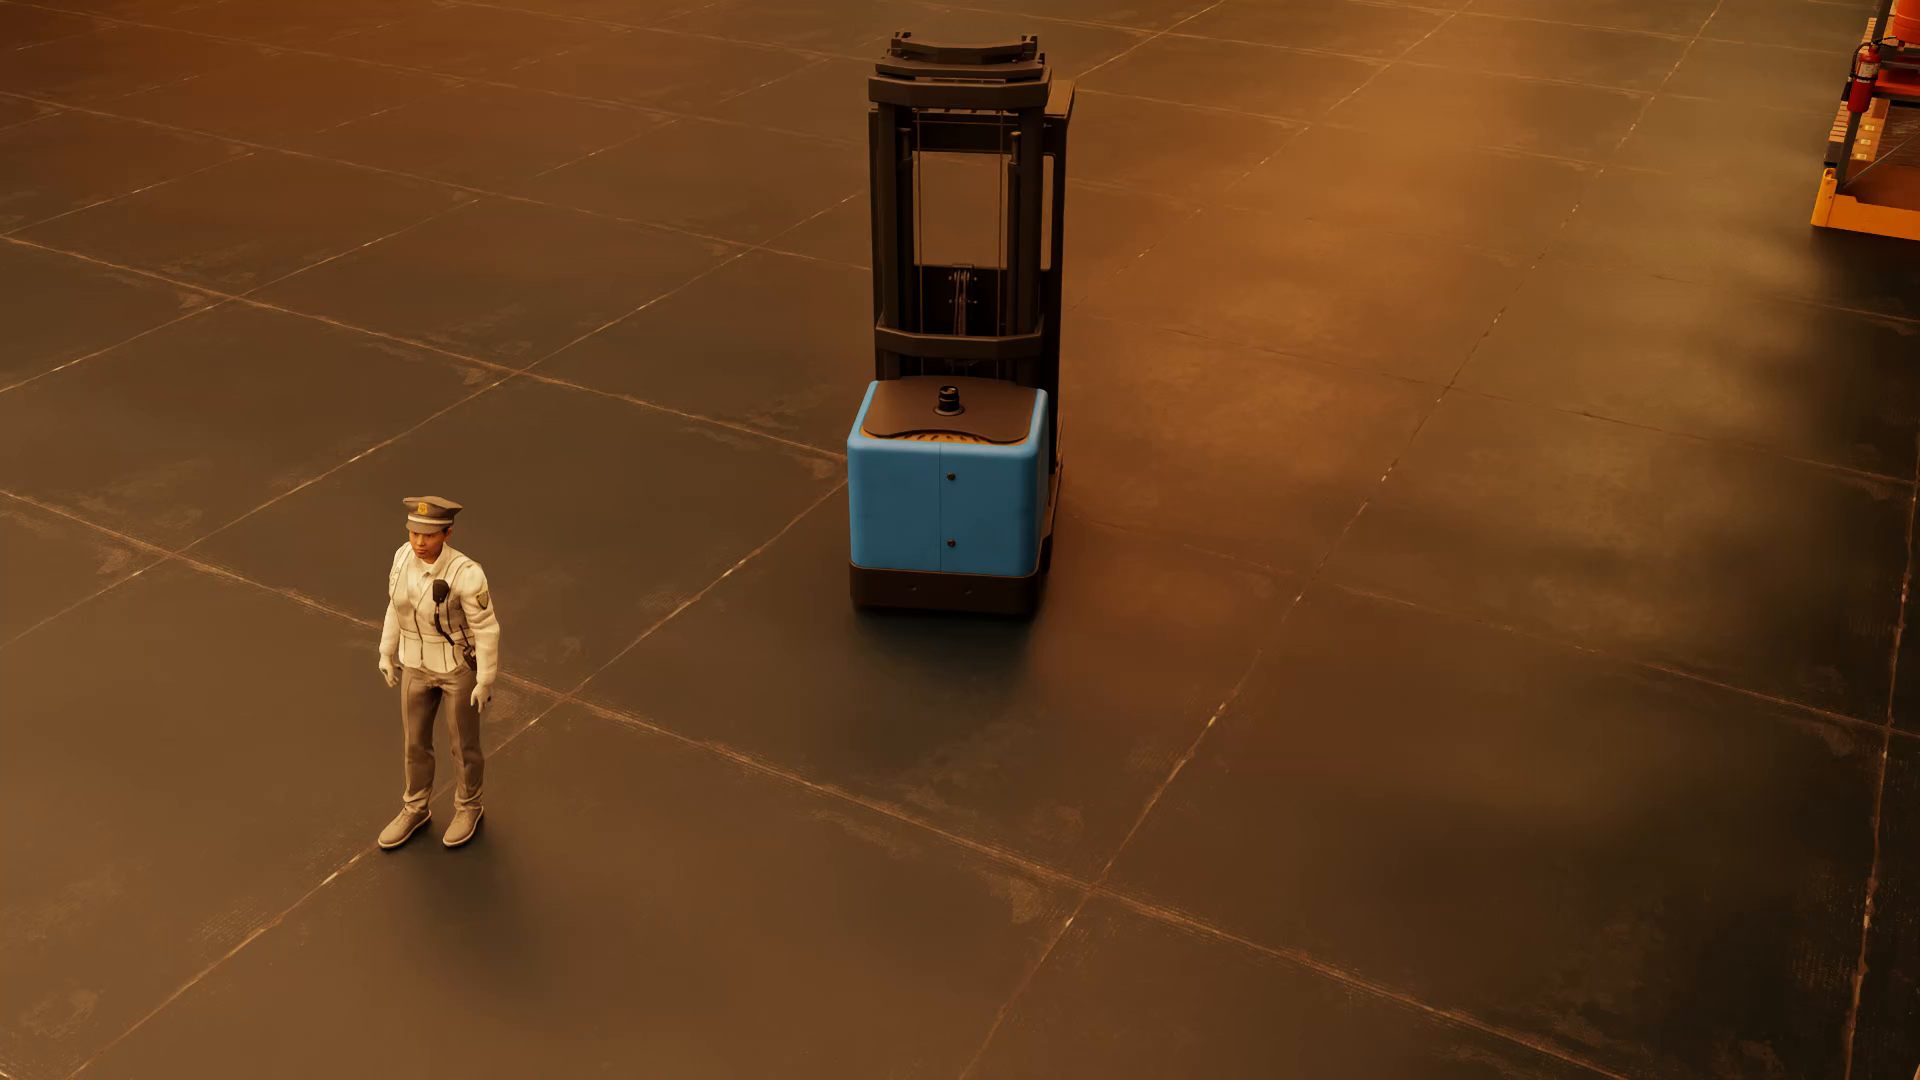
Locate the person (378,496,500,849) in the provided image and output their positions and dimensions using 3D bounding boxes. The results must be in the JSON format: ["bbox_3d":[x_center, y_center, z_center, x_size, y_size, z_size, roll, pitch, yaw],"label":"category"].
[{"bbox_3d":[-2.306,0.588,7.274,0.587,1.695,0.533,10,31,17],"label":"person"}]

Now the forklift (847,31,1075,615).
[{"bbox_3d":[0.072,-1.572,9.794,1.130,2.935,3.031,3,30,6],"label":"forklift"}]
